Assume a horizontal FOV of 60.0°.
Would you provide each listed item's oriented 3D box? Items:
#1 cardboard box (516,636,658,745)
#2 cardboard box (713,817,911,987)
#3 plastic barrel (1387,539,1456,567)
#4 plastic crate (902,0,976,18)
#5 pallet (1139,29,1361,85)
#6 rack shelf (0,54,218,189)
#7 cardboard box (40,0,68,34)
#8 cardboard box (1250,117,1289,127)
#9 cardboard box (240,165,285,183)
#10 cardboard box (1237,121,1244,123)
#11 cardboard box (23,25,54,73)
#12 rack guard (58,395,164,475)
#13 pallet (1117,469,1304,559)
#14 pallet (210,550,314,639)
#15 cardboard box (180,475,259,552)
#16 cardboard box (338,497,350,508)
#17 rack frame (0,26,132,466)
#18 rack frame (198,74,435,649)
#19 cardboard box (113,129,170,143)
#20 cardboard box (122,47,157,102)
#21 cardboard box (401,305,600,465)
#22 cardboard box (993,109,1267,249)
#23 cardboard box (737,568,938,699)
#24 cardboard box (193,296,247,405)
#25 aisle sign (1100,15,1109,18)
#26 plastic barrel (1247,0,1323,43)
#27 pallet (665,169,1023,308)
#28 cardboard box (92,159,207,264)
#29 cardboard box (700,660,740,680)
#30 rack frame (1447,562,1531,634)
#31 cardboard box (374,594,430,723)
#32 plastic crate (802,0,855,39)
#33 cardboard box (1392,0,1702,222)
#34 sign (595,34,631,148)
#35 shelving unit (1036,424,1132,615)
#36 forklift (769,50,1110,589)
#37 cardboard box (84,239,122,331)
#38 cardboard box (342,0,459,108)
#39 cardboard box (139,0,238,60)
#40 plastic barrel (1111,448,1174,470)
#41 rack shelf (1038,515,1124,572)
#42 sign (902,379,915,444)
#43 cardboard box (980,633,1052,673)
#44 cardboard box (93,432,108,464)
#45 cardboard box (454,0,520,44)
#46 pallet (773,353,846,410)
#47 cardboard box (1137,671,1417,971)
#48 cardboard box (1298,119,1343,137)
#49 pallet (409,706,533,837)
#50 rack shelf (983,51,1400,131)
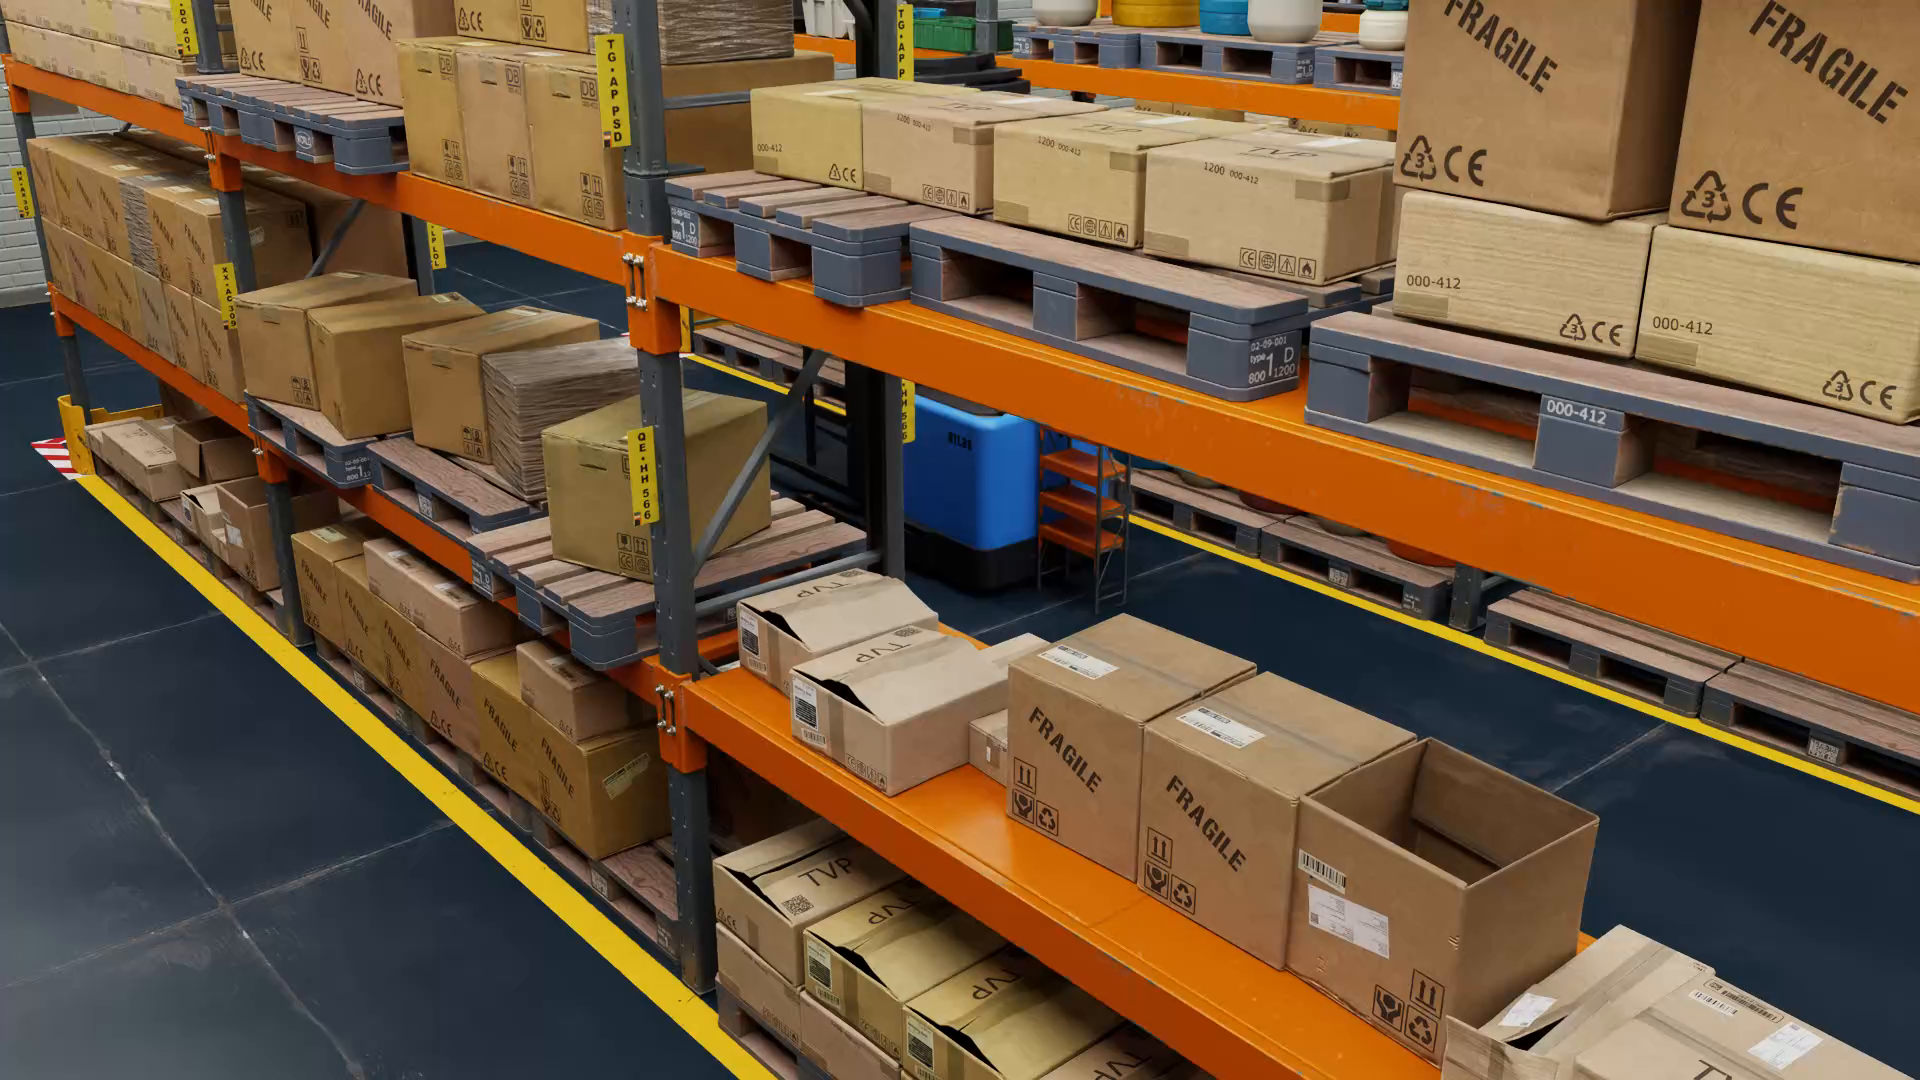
[{"bbox_3d":[-1.452,0.556,6.747,0.500,0.250,0.500,-16,27,-35],"label":"cardboard box"},{"bbox_3d":[-0.504,1.202,5.728,0.500,0.311,0.500,-16,27,-36],"label":"cardboard box"},{"bbox_3d":[2.799,-0.331,9.616,0.600,0.830,0.708,-17,27,-37],"label":"plastic barrel"},{"bbox_3d":[-0.083,-3.864,12.303,0.497,0.269,0.590,-17,27,-37],"label":"plastic crate"},{"bbox_3d":[1.848,-2.923,9.979,1.003,0.211,1.213,-17,27,-37],"label":"pallet"},{"bbox_3d":[-4.540,-2.556,9.770,1.077,0.370,4.000,-17,27,-37],"label":"rack shelf"},{"bbox_3d":[-5.055,-3.126,9.760,0.500,0.250,0.500,-17,27,-37],"label":"cardboard box"},{"bbox_3d":[3.185,-3.978,16.326,0.500,0.250,0.500,-17,27,-37],"label":"cardboard box"},{"bbox_3d":[-4.002,-1.936,9.805,0.500,0.500,0.500,-18,28,-39],"label":"cardboard box"},{"bbox_3d":[2.440,-3.994,16.366,0.500,0.250,0.500,-19,28,-39],"label":"cardboard box"},{"bbox_3d":[-5.386,-3.030,10.200,0.500,0.250,0.500,-17,27,-37],"label":"cardboard box"},{"bbox_3d":[-5.796,-0.862,11.999,1.175,0.500,0.348,-17,27,-37],"label":"rack guard"},{"bbox_3d":[1.793,-0.261,10.861,1.003,0.211,1.213,-17,27,-37],"label":"pallet"},{"bbox_3d":[-3.682,0.167,9.769,1.003,0.211,1.213,-17,27,-37],"label":"pallet"},{"bbox_3d":[-4.311,-0.192,9.944,0.500,0.311,0.500,-17,27,-37],"label":"cardboard box"},{"bbox_3d":[-3.917,-0.231,10.243,0.380,0.166,0.250,-17,27,-37],"label":"cardboard box"},{"bbox_3d":[-5.846,-2.047,11.597,1.000,3.000,0.127,-17,27,-37],"label":"rack frame"},{"bbox_3d":[-3.235,-0.942,8.775,1.000,3.000,0.127,-17,27,-37],"label":"rack frame"},{"bbox_3d":[-5.347,-2.501,11.250,0.500,0.500,0.500,-18,28,-38],"label":"cardboard box"},{"bbox_3d":[-4.072,-2.480,8.796,0.500,0.250,0.500,-17,27,-37],"label":"cardboard box"},{"bbox_3d":[-2.035,-0.710,7.472,0.500,0.500,0.700,14,25,32],"label":"cardboard box"},{"bbox_3d":[0.436,-0.946,4.302,0.500,0.250,0.500,-18,28,-38],"label":"cardboard box"},{"bbox_3d":[-0.419,0.316,5.687,0.500,0.311,0.500,-15,26,-34],"label":"cardboard box"},{"bbox_3d":[-3.755,-1.065,8.954,0.500,0.500,0.500,-17,27,-37],"label":"cardboard box"},{"bbox_3d":[1.387,-5.563,17.010,0.394,0.787,0.004,-17,27,-37],"label":"aisle sign"},{"bbox_3d":[1.860,-3.124,9.472,0.433,0.535,0.433,0,21,0],"label":"plastic barrel"},{"bbox_3d":[-0.113,-0.979,5.017,1.213,0.211,1.003,-16,26,-35],"label":"pallet"},{"bbox_3d":[-4.754,-1.951,9.845,0.500,0.500,0.500,-18,28,-38],"label":"cardboard box"},{"bbox_3d":[-1.050,0.785,7.190,0.500,0.500,0.500,-19,28,-39],"label":"cardboard box"},{"bbox_3d":[3.131,-1.015,8.962,1.000,3.000,0.127,-17,27,-37],"label":"rack frame"},{"bbox_3d":[-2.427,0.494,7.935,0.500,0.500,0.500,-17,27,-37],"label":"cardboard box"},{"bbox_3d":[-0.878,-3.881,12.328,0.437,0.282,0.530,-17,27,-37],"label":"plastic crate"},{"bbox_3d":[1.225,-0.935,3.246,0.500,0.500,0.500,-14,26,-32],"label":"cardboard box"},{"bbox_3d":[-1.036,-1.345,4.984,0.100,0.325,0.005,-17,27,-37],"label":"sign"},{"bbox_3d":[0.700,-0.234,9.436,0.258,1.200,0.503,-16,27,-36],"label":"shelving unit"},{"bbox_3d":[-0.405,-1.549,10.419,1.130,2.935,3.031,-16,27,-36],"label":"forklift"},{"bbox_3d":[-5.090,-1.627,10.389,0.500,0.500,0.500,-18,27,-38],"label":"cardboard box"},{"bbox_3d":[-2.089,-2.102,6.776,0.600,0.600,0.600,-19,28,-39],"label":"cardboard box"},{"bbox_3d":[-3.758,-2.571,8.342,0.500,0.250,0.500,-17,27,-37],"label":"cardboard box"},{"bbox_3d":[1.325,-0.988,11.196,0.600,0.901,0.708,-17,27,-37],"label":"plastic barrel"},{"bbox_3d":[0.700,0.014,9.533,0.258,0.148,0.480,-16,27,-36],"label":"rack shelf"},{"bbox_3d":[-0.205,-0.509,6.082,0.100,0.325,0.005,-17,27,-37],"label":"sign"},{"bbox_3d":[0.173,0.463,5.533,0.380,0.149,0.250,-17,27,-37],"label":"cardboard box"},{"bbox_3d":[-5.670,-0.666,11.353,0.380,0.166,0.250,-17,27,-37],"label":"cardboard box"},{"bbox_3d":[-1.570,-2.149,6.237,0.500,0.500,0.500,-17,27,-37],"label":"cardboard box"},{"bbox_3d":[-0.790,-1.353,13.648,1.003,0.211,1.213,-17,27,-37],"label":"pallet"},{"bbox_3d":[0.827,0.722,4.391,0.500,0.500,0.500,-17,27,-37],"label":"cardboard box"},{"bbox_3d":[3.446,-3.920,15.148,0.500,0.500,0.500,-17,27,-37],"label":"cardboard box"},{"bbox_3d":[-1.875,0.910,7.872,1.003,0.211,1.213,-17,27,-37],"label":"pallet"},{"bbox_3d":[1.826,-2.629,9.957,1.077,0.370,4.000,-17,27,-37],"label":"rack shelf"}]
